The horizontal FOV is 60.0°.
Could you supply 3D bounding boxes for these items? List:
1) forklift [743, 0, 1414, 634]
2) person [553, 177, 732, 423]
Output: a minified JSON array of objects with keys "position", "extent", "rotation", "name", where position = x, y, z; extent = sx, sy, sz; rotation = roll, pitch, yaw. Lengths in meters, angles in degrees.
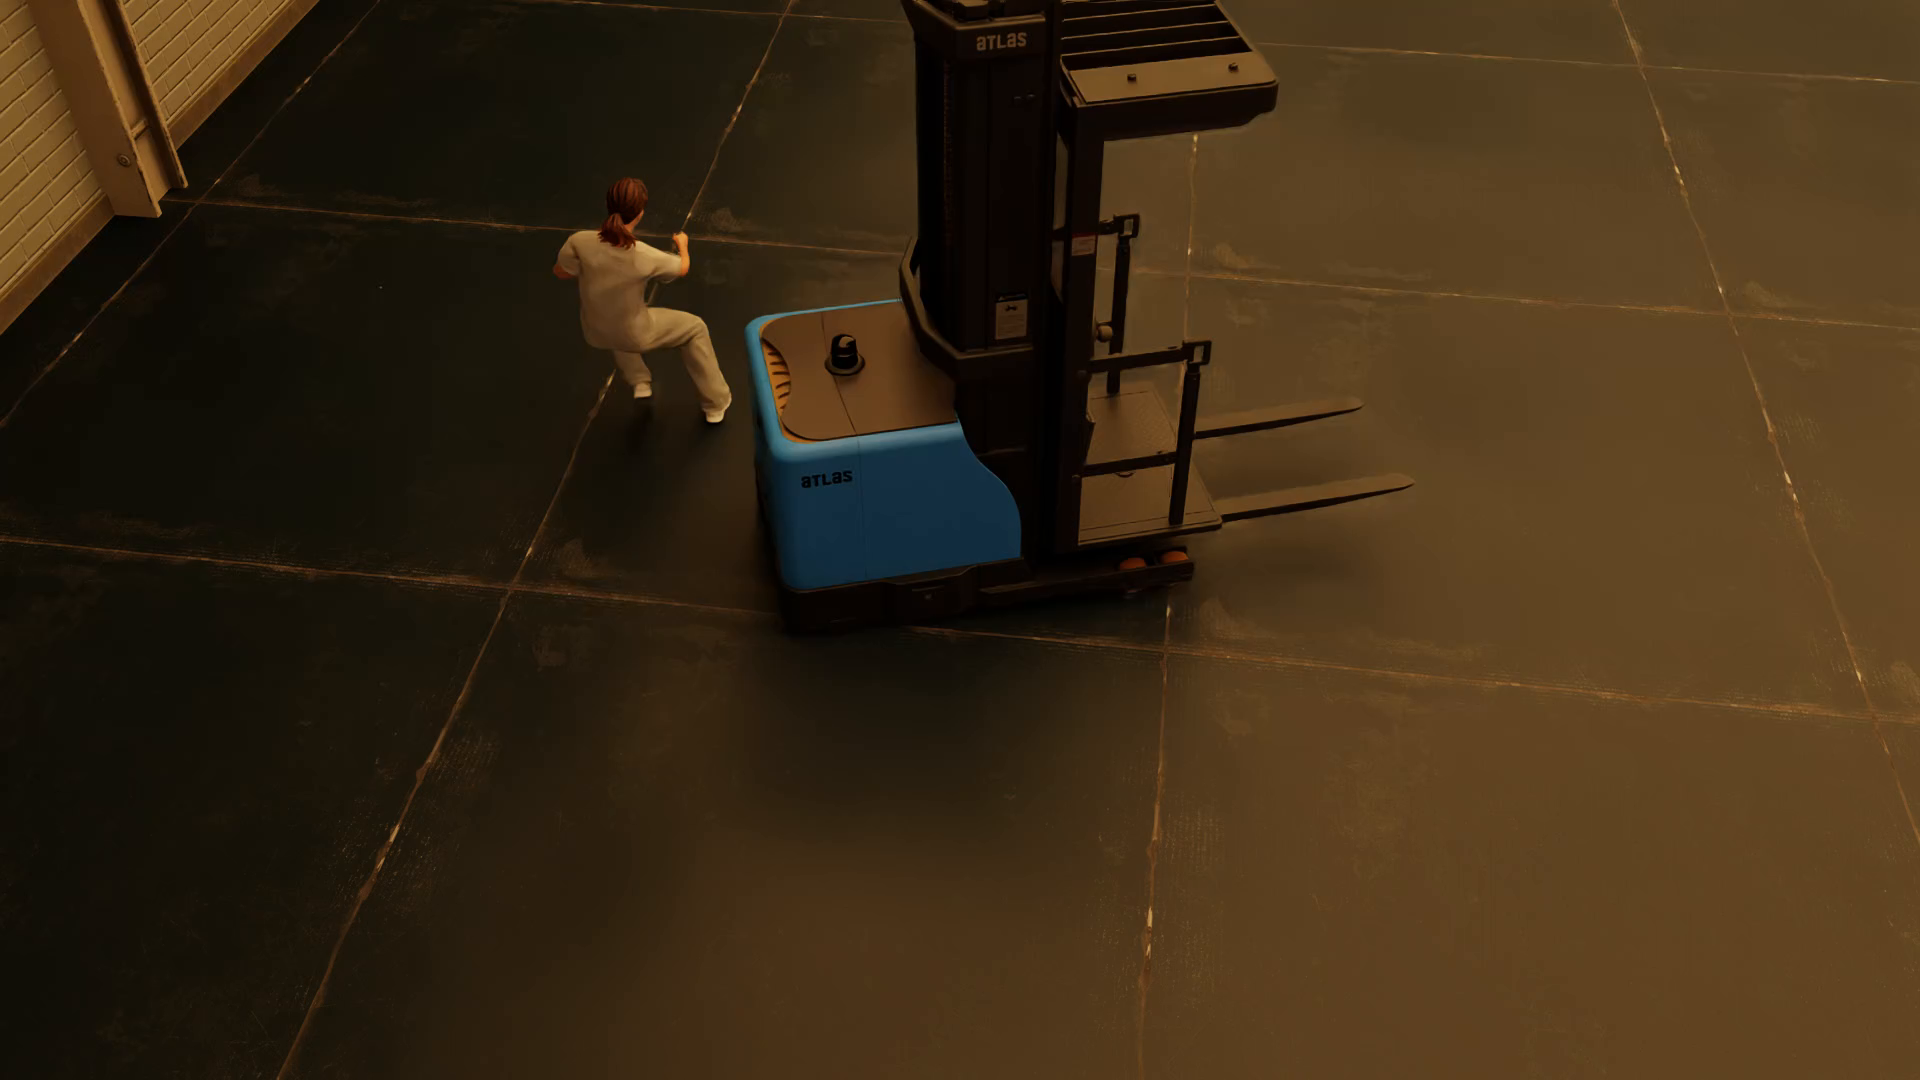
[{"position":[0.598,-1.179,7.008],"extent":[3.031,2.935,1.130],"rotation":[-9,43,-9],"name":"forklift"},{"position":[-1.546,-1.186,8.124],"extent":[0.719,1.469,0.717],"rotation":[3,43,4],"name":"person"}]
